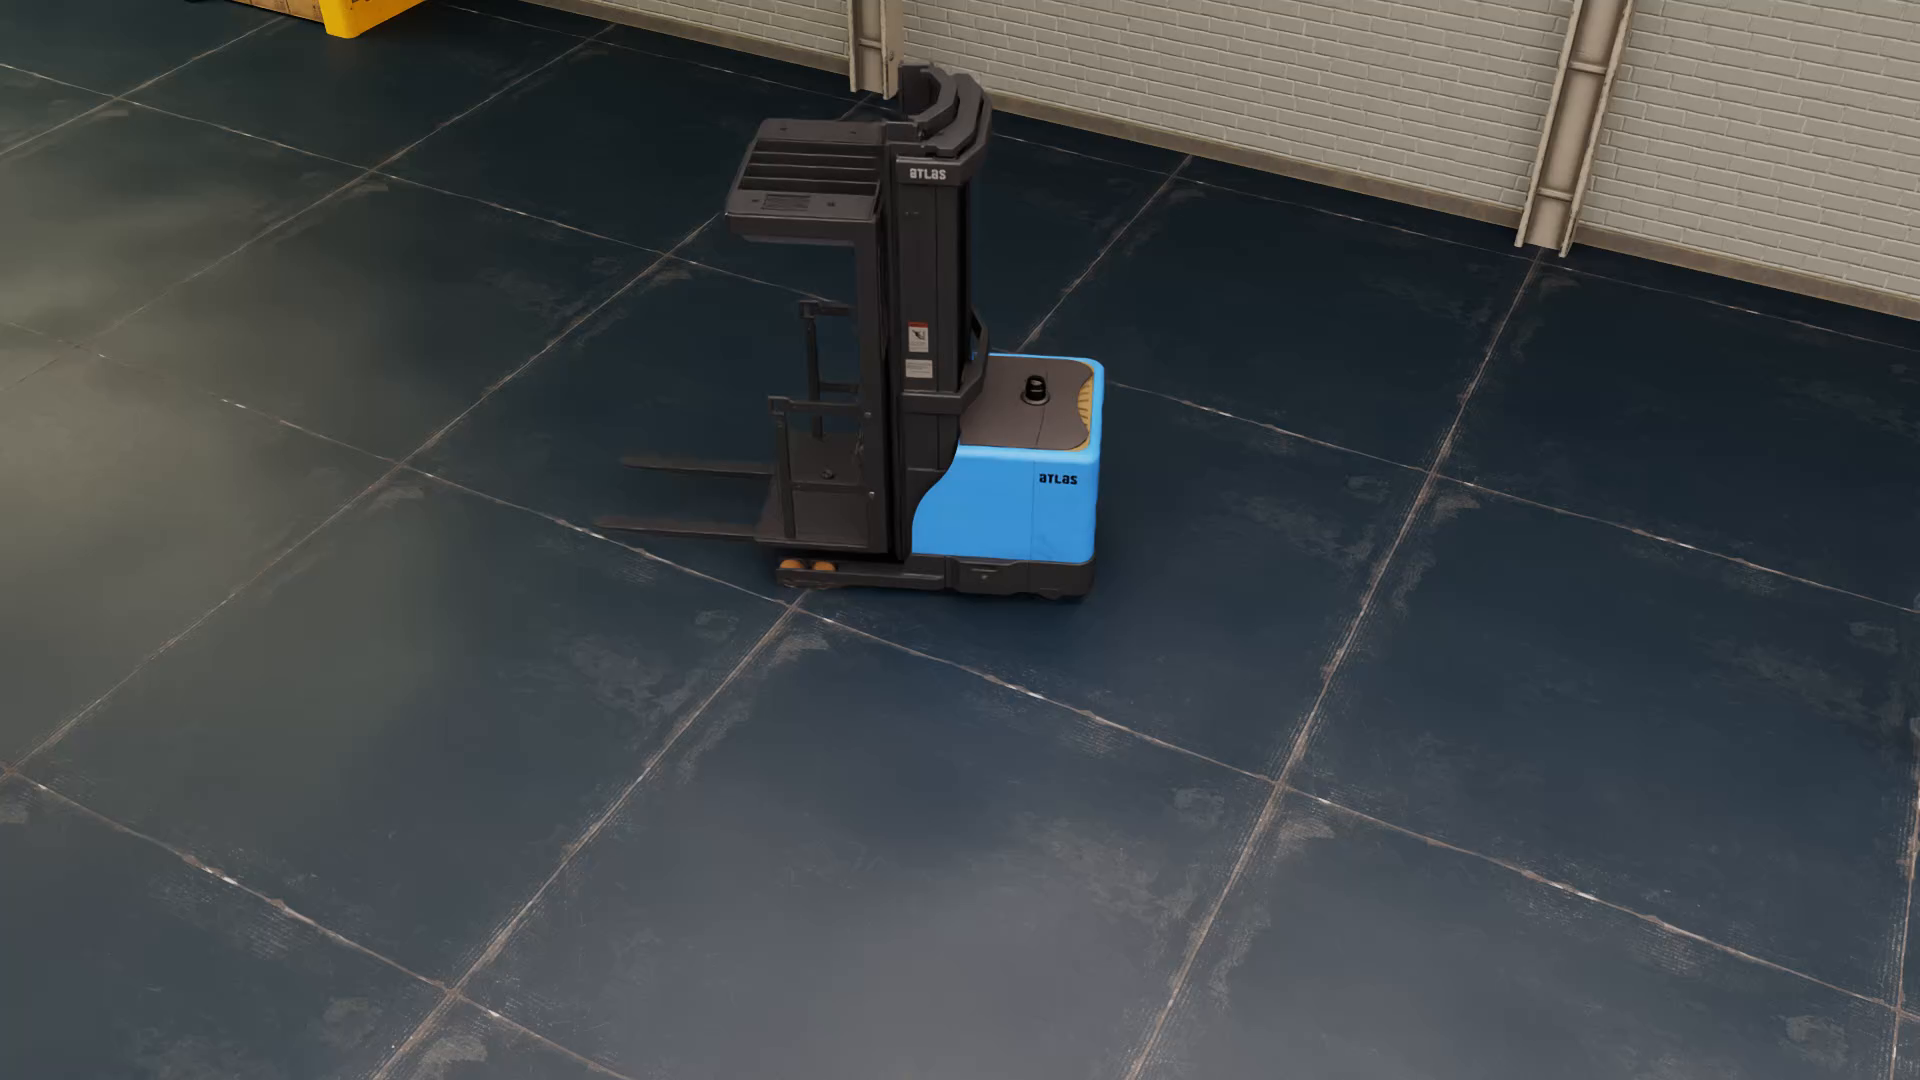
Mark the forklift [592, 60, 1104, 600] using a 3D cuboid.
[{"bbox_3d":[-0.680,-1.164,9.368,3.031,2.935,1.130,4,40,4],"label":"forklift"}]
